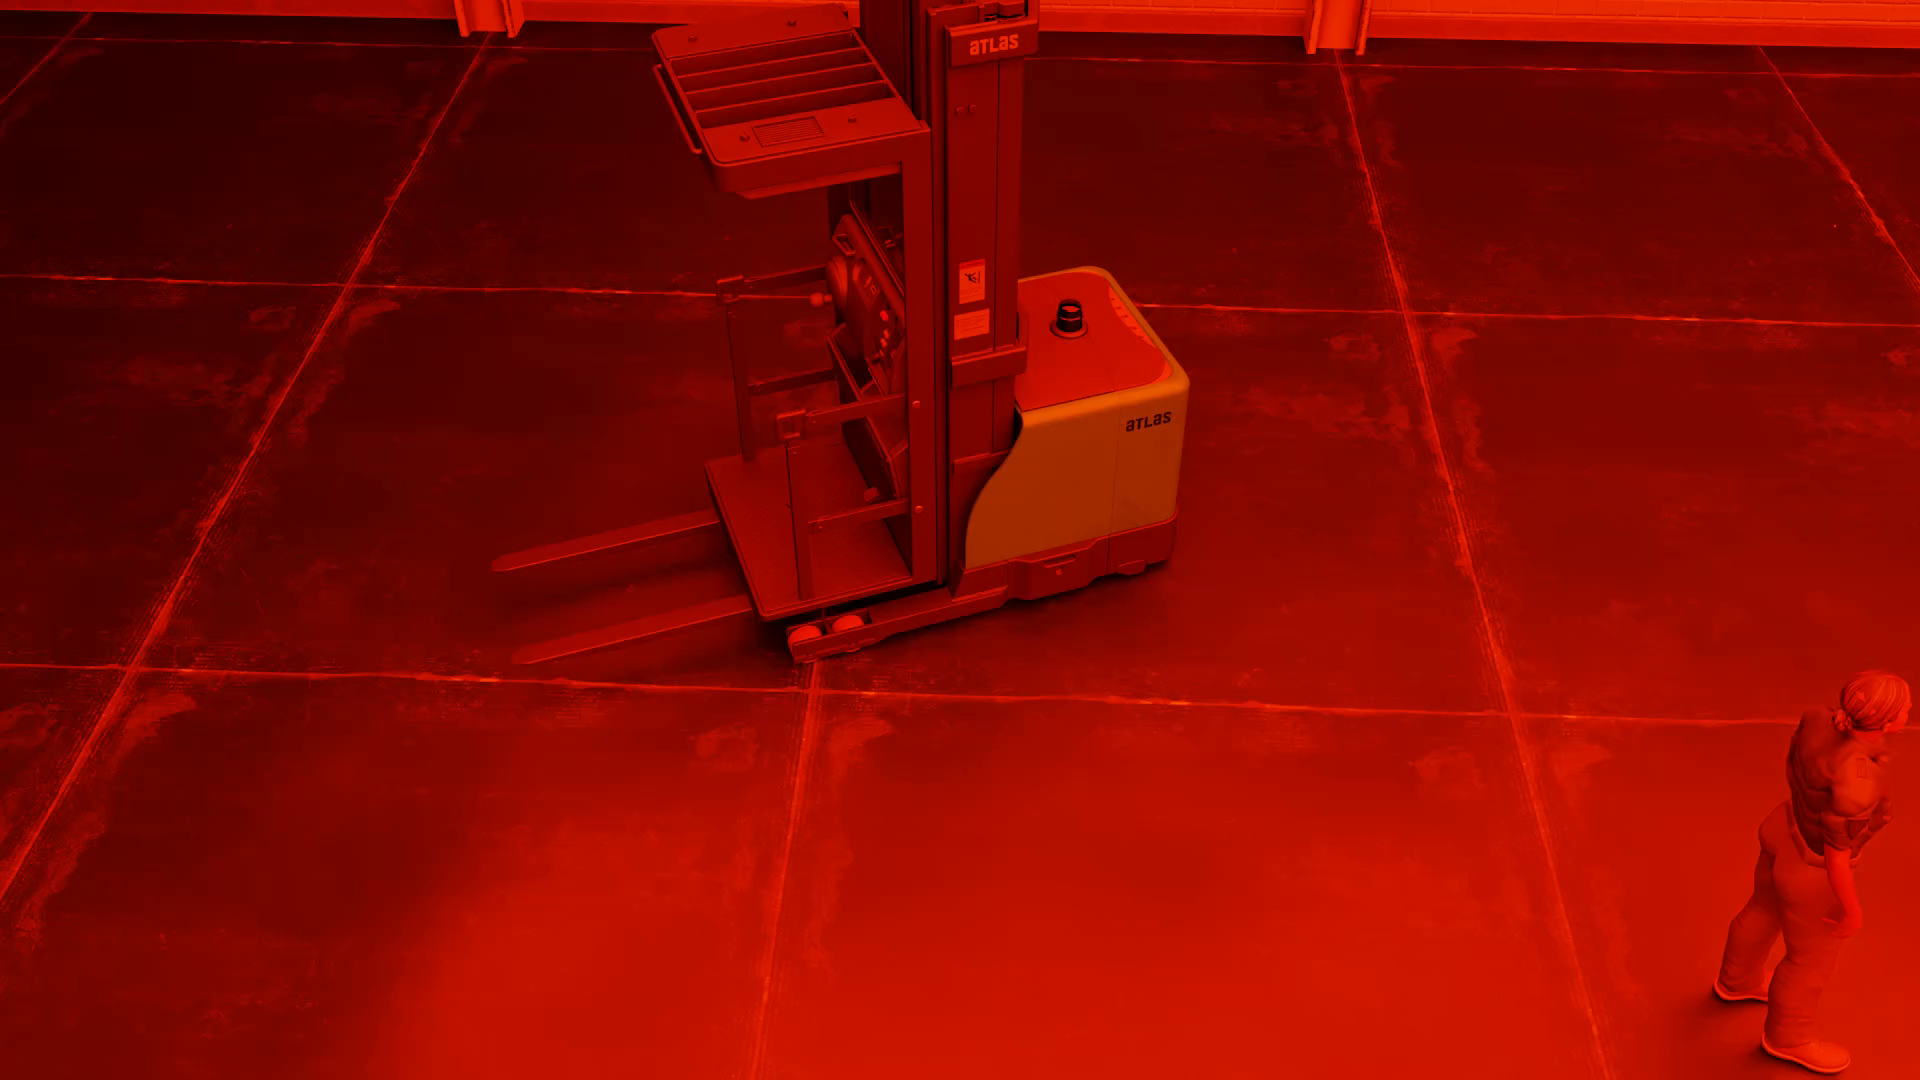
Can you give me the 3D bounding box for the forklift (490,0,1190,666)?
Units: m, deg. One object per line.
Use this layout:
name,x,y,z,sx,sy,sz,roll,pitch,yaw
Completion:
forklift,-0.573,-0.945,6.778,3.031,2.935,1.130,-13,44,-14

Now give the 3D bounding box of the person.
person,2.904,1.069,5.507,0.504,1.654,0.569,3,42,3
